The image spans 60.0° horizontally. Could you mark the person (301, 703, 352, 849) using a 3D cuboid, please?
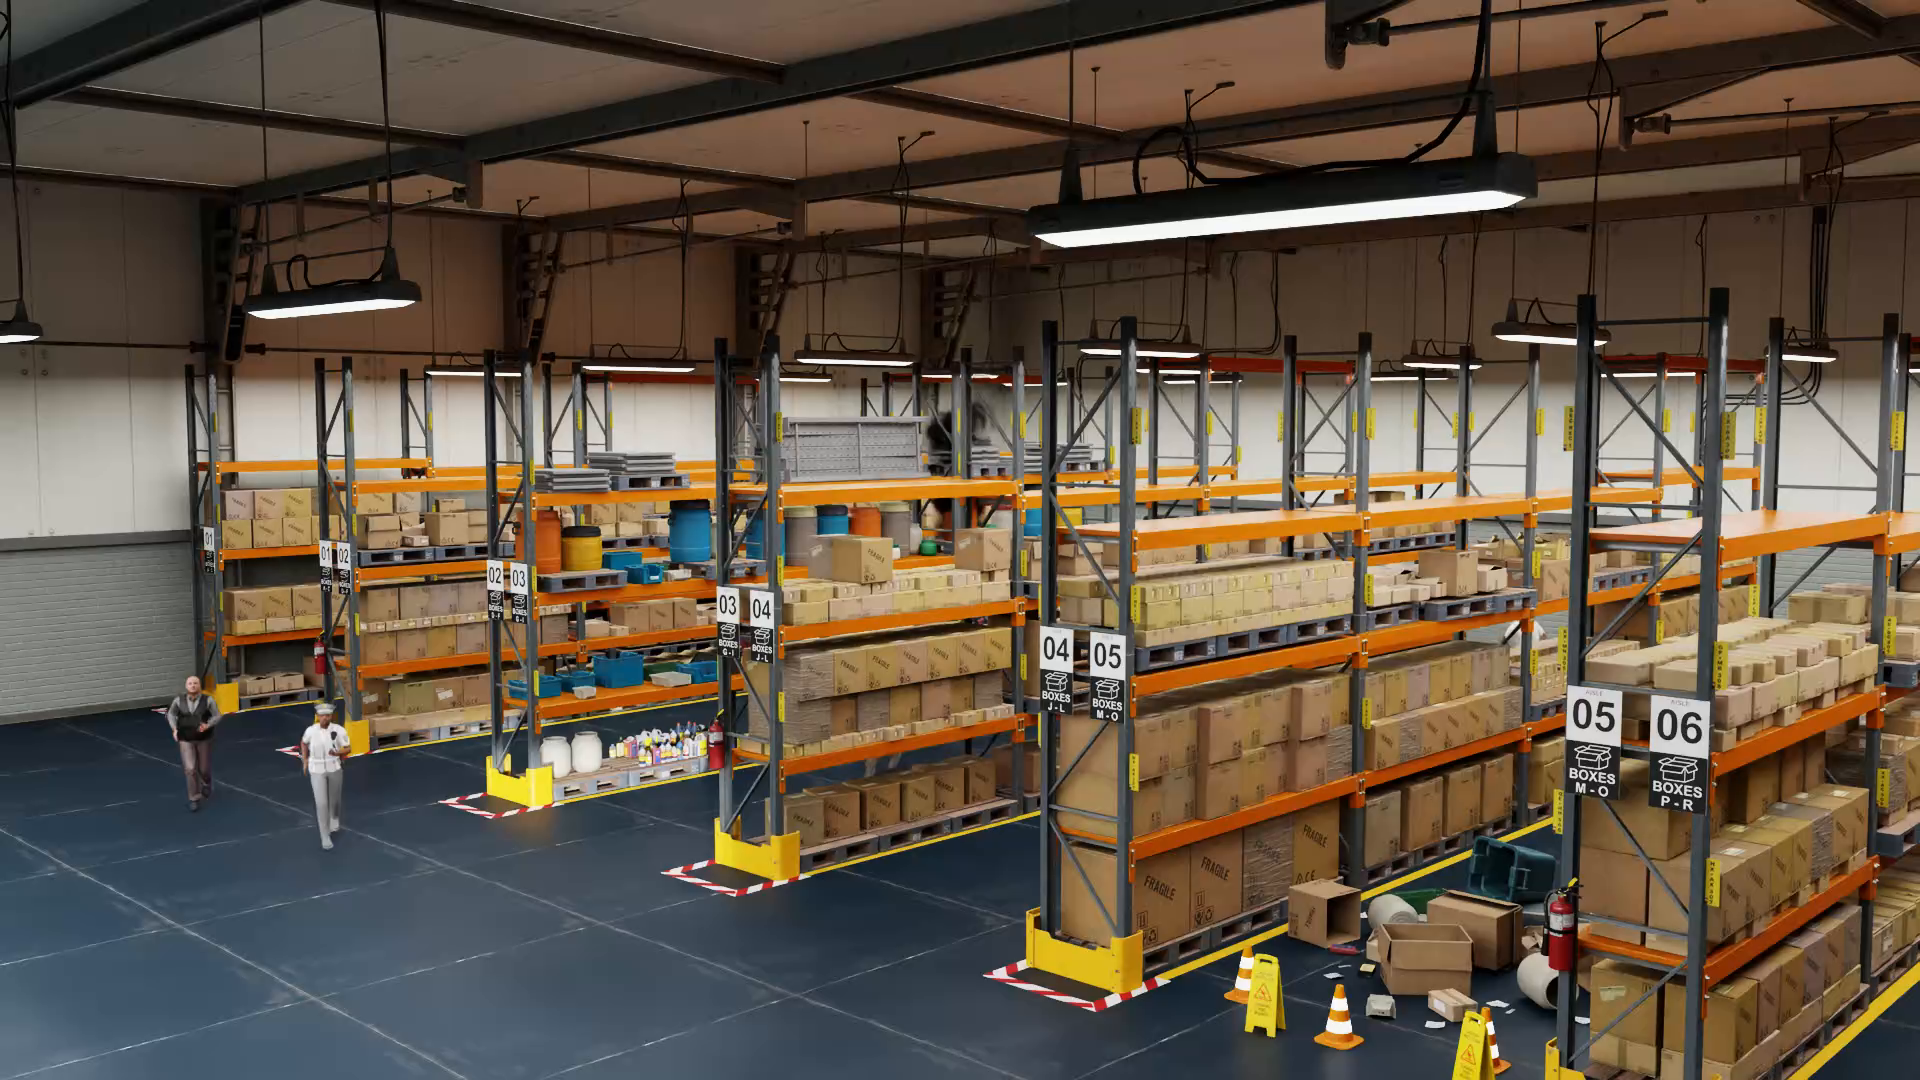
[{"bbox_3d":[-7.584,2.769,19.924,0.574,1.683,0.939,-2,5,-20],"label":"person"}]

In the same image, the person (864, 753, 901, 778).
[{"bbox_3d":[-1.125,2.528,23.579,0.658,1.752,1.015,3,5,35],"label":"person"}]

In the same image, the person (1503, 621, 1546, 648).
[{"bbox_3d":[10.068,2.039,29.548,0.763,1.720,0.769,0,4,-5],"label":"person"}]

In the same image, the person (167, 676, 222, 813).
[{"bbox_3d":[-10.032,2.640,21.810,0.665,1.725,0.803,-2,5,-21],"label":"person"}]
